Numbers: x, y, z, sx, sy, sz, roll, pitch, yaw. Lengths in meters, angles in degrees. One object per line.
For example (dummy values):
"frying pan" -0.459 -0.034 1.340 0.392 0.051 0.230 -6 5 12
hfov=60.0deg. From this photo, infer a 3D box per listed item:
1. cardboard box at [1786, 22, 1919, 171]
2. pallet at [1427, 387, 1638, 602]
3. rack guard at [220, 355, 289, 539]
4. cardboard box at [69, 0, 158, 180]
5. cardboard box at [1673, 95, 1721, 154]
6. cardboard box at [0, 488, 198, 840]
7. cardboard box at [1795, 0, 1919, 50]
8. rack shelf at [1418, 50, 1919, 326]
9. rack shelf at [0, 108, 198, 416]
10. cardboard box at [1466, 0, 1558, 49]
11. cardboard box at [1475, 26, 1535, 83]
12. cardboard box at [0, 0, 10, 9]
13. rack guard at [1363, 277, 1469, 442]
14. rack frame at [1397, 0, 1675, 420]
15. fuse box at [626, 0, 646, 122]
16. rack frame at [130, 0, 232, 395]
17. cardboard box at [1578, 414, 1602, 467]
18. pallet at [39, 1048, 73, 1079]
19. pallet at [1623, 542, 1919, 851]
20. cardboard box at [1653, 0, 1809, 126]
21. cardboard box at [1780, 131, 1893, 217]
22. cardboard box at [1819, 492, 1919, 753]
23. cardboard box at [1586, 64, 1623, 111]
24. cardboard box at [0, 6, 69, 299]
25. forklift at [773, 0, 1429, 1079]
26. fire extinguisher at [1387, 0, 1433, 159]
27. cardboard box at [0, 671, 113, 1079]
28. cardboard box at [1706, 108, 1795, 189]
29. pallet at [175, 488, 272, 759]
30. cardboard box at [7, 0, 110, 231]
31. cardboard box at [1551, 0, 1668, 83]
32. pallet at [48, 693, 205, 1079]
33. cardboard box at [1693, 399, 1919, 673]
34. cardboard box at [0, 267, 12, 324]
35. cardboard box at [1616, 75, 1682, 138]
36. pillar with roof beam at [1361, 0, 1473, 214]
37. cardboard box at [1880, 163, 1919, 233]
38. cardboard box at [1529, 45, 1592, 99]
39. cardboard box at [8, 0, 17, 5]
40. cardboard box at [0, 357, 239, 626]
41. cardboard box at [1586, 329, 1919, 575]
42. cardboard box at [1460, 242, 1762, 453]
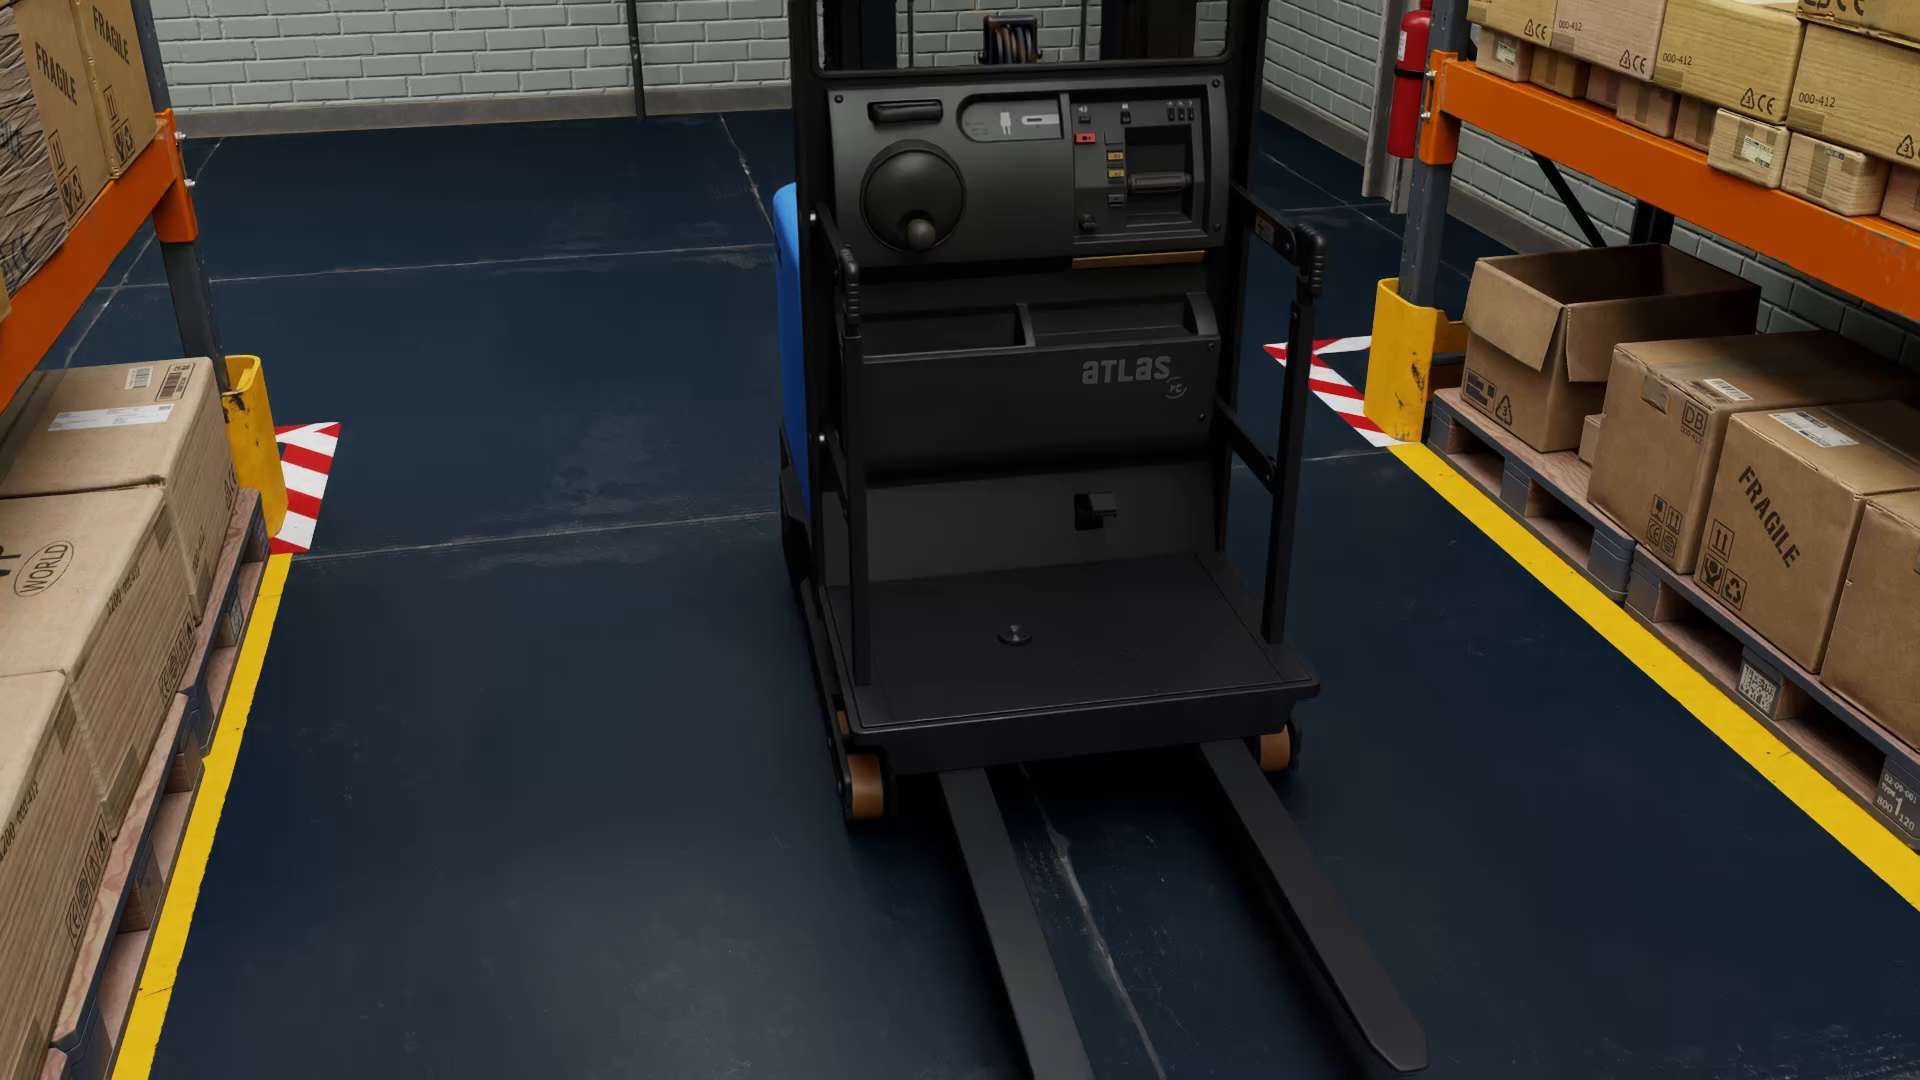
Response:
"cardboard box" 2.285 -1.023 3.785 0.500 0.250 0.500 -7 28 -13
"pallet" 2.275 -0.221 5.455 1.003 0.211 1.213 -6 27 -12
"rack guard" -2.763 -0.239 5.168 1.175 0.500 0.348 -6 27 -12
"cardboard box" -2.391 -1.204 4.195 0.500 0.500 0.500 -6 27 -11
"cardboard box" 2.142 -1.113 4.406 0.380 0.149 0.250 -6 27 -11
"cardboard box" -2.297 0.293 3.718 0.875 0.438 0.875 -5 27 -10
"cardboard box" 2.256 -1.365 3.630 0.500 0.500 0.500 -5 27 -10
"rack shelf" 2.528 -0.651 4.008 1.077 0.370 4.000 -6 27 -12
"rack shelf" -2.307 -0.145 3.007 1.077 0.370 4.000 -6 27 -12
"cardboard box" 1.917 -1.689 5.104 0.500 0.250 0.500 -6 27 -11
"cardboard box" 1.884 -1.565 5.301 0.380 0.149 0.250 -6 27 -12
"cardboard box" -2.162 -1.204 3.085 0.500 0.500 0.500 -6 27 -12
"rack guard" 2.095 -0.700 6.083 1.175 0.500 0.348 -6 27 -12
"rack frame" 2.077 -1.850 5.586 1.000 3.000 0.127 -6 27 -12
"fuse box" -1.972 -3.391 10.070 0.539 1.711 0.414 -6 27 -12
"rack frame" -2.758 -1.344 4.584 1.000 3.000 0.127 -6 27 -12
"cardboard box" 2.181 -0.296 5.205 0.380 0.149 0.250 -7 28 -14
"pallet" -1.951 1.315 2.410 1.003 0.211 1.213 -6 27 -12
"pallet" 2.547 0.313 4.396 1.003 0.211 1.213 -6 27 -12
"cardboard box" 2.149 -1.246 4.225 0.500 0.250 0.500 -6 27 -13
"cardboard box" 2.205 -0.881 3.946 0.380 0.149 0.250 -5 27 -10
"cardboard box" 2.512 0.192 3.849 0.700 0.500 0.500 -7 28 -14
"cardboard box" 2.080 -1.347 4.868 0.380 0.149 0.250 -6 27 -12
"cardboard box" -2.167 -0.757 3.310 0.500 0.500 0.500 -5 27 -10
"forklift" 0.209 -0.825 3.631 1.130 2.935 3.031 -5 27 -10
"fire extinguisher" 1.594 -1.666 5.722 0.296 0.674 0.183 -6 27 -12
"cardboard box" -2.095 0.689 2.934 0.875 0.438 0.875 -7 28 -13
"cardboard box" 2.126 -0.995 4.171 0.380 0.149 0.250 -7 28 -13
"pallet" -2.501 0.244 4.533 1.003 0.211 1.213 -6 27 -12
"cardboard box" -2.293 -0.982 3.756 0.500 0.500 0.500 -7 28 -13
"cardboard box" 2.031 -1.468 4.665 0.500 0.250 0.500 -6 27 -11
"pallet" -2.230 0.778 3.474 1.003 0.211 1.213 -6 27 -12
"cardboard box" 2.299 -0.022 4.272 0.500 0.500 0.500 -5 27 -11
"cardboard box" -2.038 -0.532 2.864 0.500 0.500 0.500 -5 27 -10
"cardboard box" 2.077 -1.229 4.636 0.380 0.149 0.250 -5 27 -10
"pillar with roof beam" -1.846 -5.366 5.894 9.100 9.000 0.400 -6 27 -12
"cardboard box" 2.331 -0.775 3.736 0.380 0.149 0.250 -6 27 -12
"cardboard box" 1.987 -1.458 5.089 0.380 0.149 0.250 -5 27 -10
"cardboard box" -2.271 -1.421 3.516 0.500 0.500 0.500 -6 27 -11
"cardboard box" -2.511 -0.108 4.513 0.875 0.438 0.875 -7 28 -13
"cardboard box" 2.278 -0.264 4.752 0.700 0.500 0.500 -5 27 -9
"cardboard box" 2.123 -0.645 5.503 0.797 0.503 0.637 -7 28 -14
